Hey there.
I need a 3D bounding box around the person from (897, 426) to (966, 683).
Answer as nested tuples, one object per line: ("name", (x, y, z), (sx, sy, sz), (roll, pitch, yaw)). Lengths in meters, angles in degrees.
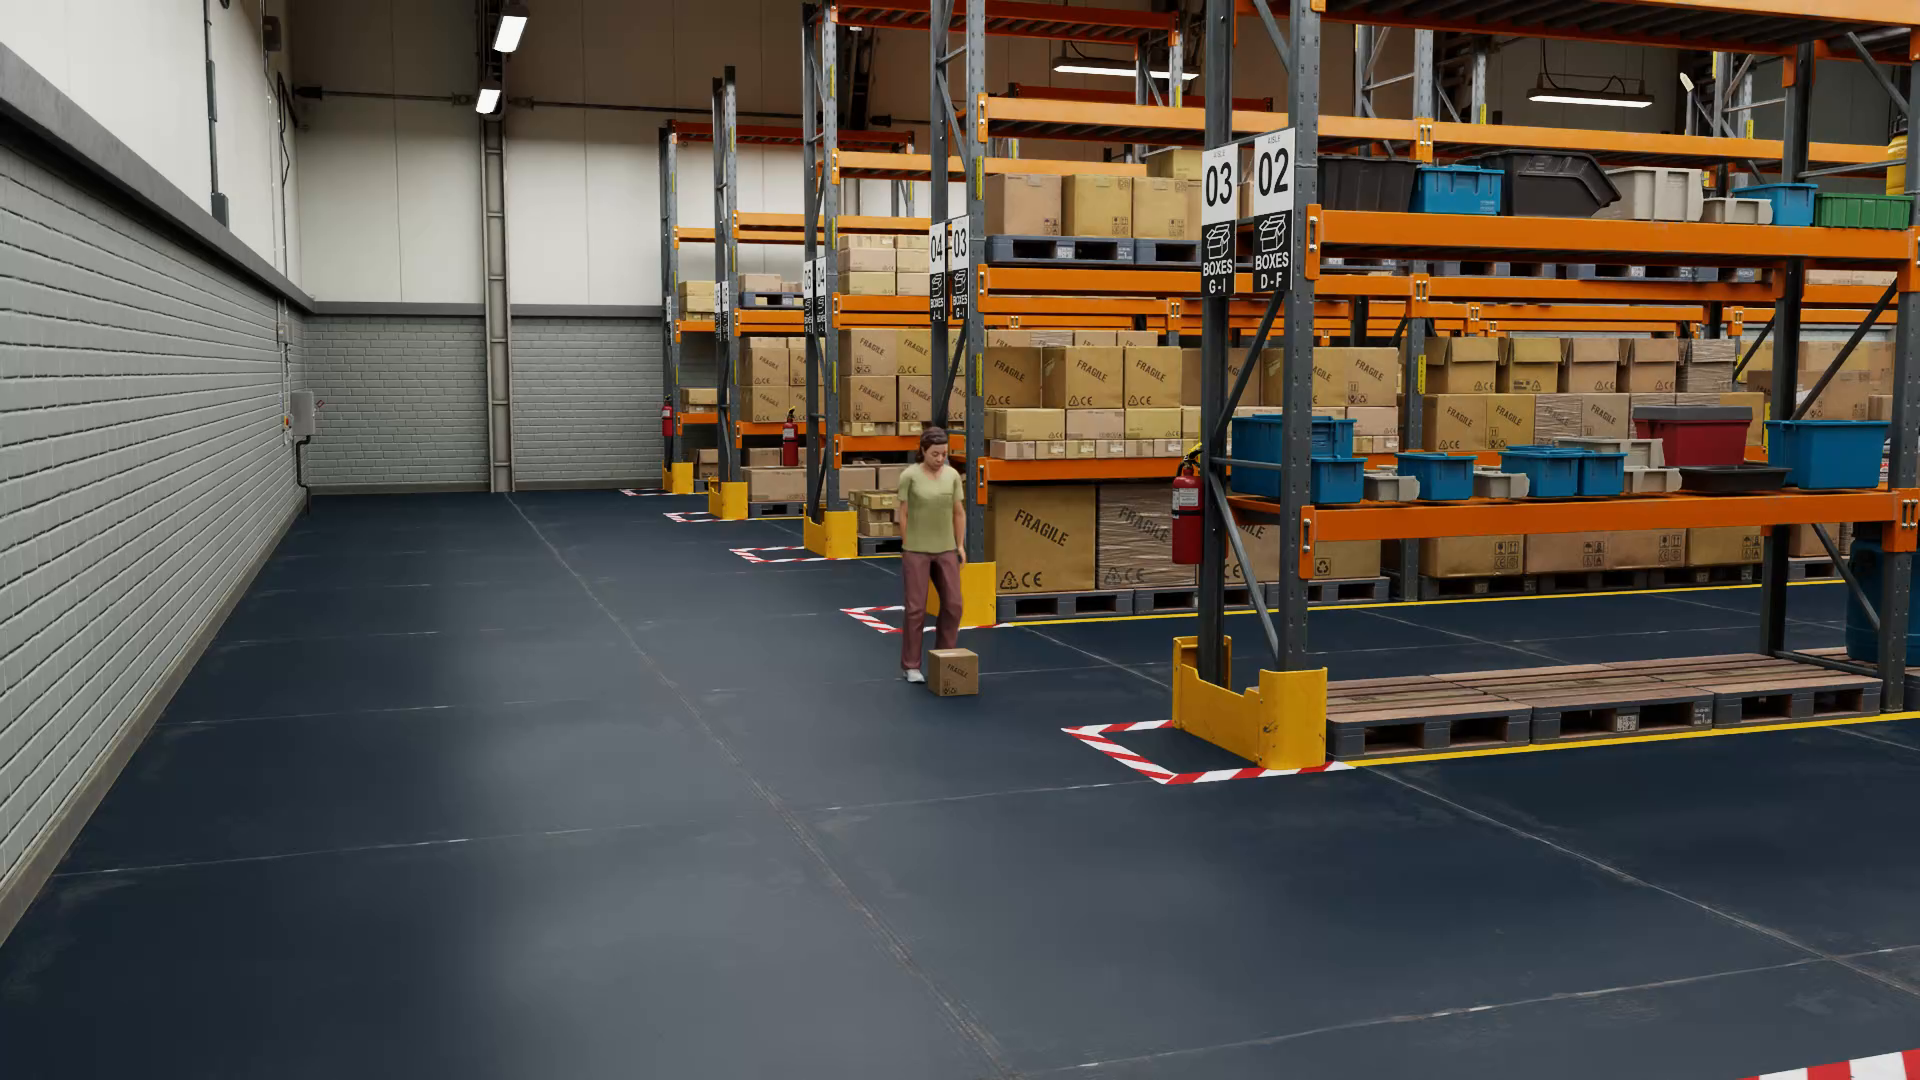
("person", (-0.178, 0.092, 10.809), (0.458, 1.648, 0.343), (-2, 6, -17))
